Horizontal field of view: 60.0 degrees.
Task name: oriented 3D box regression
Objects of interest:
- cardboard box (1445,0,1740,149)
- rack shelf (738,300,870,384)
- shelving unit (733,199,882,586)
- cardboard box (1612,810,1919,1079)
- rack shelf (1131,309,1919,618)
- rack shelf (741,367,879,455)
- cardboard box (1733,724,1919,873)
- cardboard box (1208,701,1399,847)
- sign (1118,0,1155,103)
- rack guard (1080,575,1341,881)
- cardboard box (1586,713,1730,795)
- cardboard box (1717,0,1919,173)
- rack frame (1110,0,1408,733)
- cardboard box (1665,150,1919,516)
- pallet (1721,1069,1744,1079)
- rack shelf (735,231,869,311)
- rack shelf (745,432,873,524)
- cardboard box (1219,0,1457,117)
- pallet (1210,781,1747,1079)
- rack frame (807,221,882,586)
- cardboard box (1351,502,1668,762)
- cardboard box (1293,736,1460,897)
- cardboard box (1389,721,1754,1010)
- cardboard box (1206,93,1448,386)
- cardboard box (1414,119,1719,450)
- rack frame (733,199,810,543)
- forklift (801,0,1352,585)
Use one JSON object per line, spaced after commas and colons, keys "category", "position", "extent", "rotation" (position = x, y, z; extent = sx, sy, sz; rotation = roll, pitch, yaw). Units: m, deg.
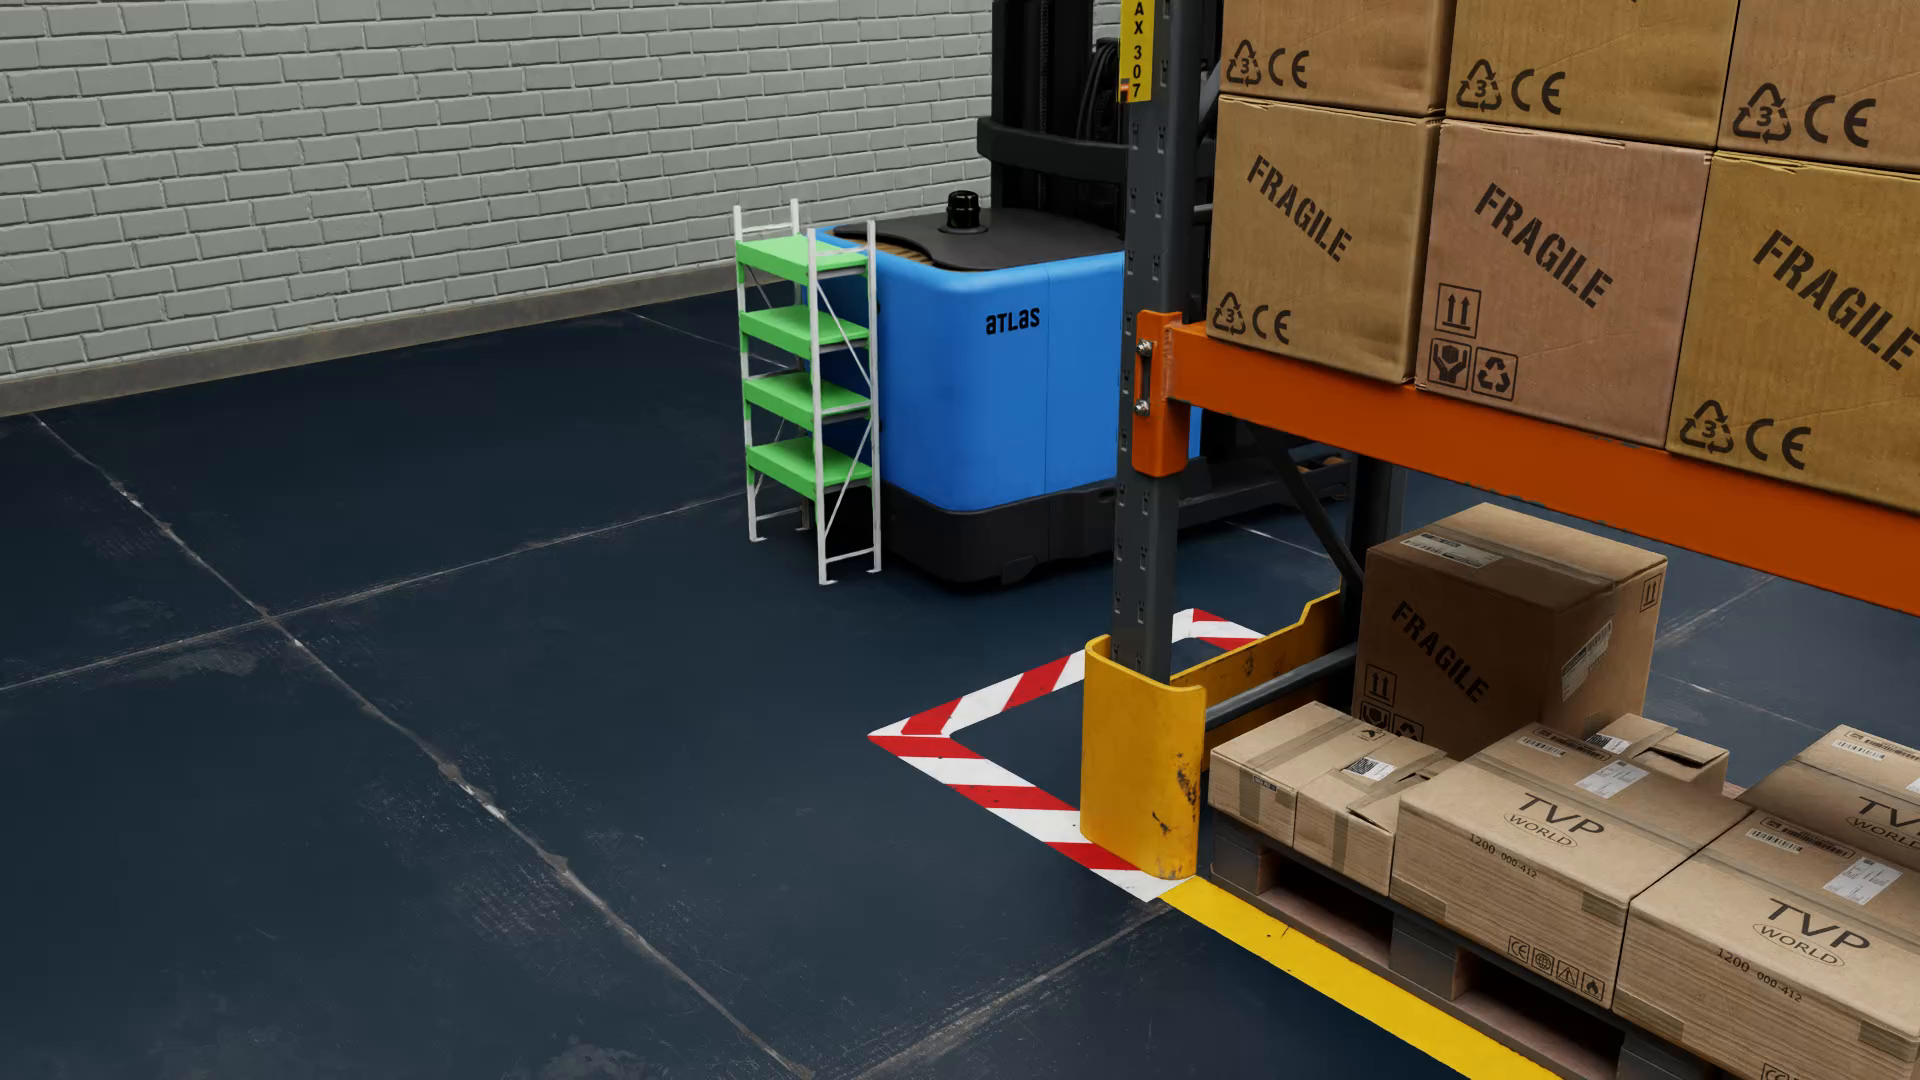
{"category": "cardboard box", "position": [1.213, -0.974, 2.849], "extent": [0.500, 0.500, 0.500], "rotation": [-17, 27, -37]}
{"category": "rack shelf", "position": [-0.513, -0.667, 5.558], "extent": [0.258, 0.148, 0.480], "rotation": [-14, 26, -32]}
{"category": "shelving unit", "position": [-0.513, -0.503, 5.622], "extent": [0.258, 1.200, 0.503], "rotation": [-14, 26, -32]}
{"category": "cardboard box", "position": [1.569, 0.780, 3.047], "extent": [0.500, 0.250, 0.500], "rotation": [-17, 27, -37]}
{"category": "rack shelf", "position": [2.082, 0.098, 2.608], "extent": [1.077, 0.370, 4.000], "rotation": [-17, 27, -37]}
{"category": "rack shelf", "position": [-0.512, -0.443, 5.646], "extent": [0.258, 0.148, 0.480], "rotation": [-14, 26, -32]}
{"category": "cardboard box", "position": [1.916, 0.647, 3.386], "extent": [0.500, 0.250, 0.500], "rotation": [-17, 27, -37]}
{"category": "cardboard box", "position": [0.790, 0.530, 3.823], "extent": [0.380, 0.149, 0.250], "rotation": [-17, 27, -37]}
{"category": "sign", "position": [0.366, -1.064, 3.399], "extent": [0.100, 0.325, 0.005], "rotation": [-17, 27, -37]}
{"category": "rack guard", "position": [0.826, 0.395, 4.289], "extent": [1.175, 0.500, 0.348], "rotation": [-17, 27, -37]}
{"category": "cardboard box", "position": [1.514, 0.550, 3.749], "extent": [0.380, 0.166, 0.250], "rotation": [-17, 27, -37]}
{"category": "cardboard box", "position": [1.536, -0.834, 2.493], "extent": [0.500, 0.500, 0.500], "rotation": [-17, 27, -37]}
{"category": "rack frame", "position": [0.777, -0.790, 3.887], "extent": [1.000, 3.000, 0.127], "rotation": [-17, 27, -37]}
{"category": "cardboard box", "position": [1.533, -0.370, 2.679], "extent": [0.500, 0.500, 0.500], "rotation": [-18, 27, -38]}
{"category": "pallet", "position": [2.140, 1.087, 2.920], "extent": [1.003, 0.211, 1.213], "rotation": [-17, 27, -37]}
{"category": "rack shelf", "position": [-0.513, -0.890, 5.470], "extent": [0.258, 0.148, 0.480], "rotation": [-14, 26, -32]}
{"category": "rack shelf", "position": [-0.512, -0.220, 5.733], "extent": [0.258, 0.148, 0.480], "rotation": [-14, 26, -32]}
{"category": "cardboard box", "position": [0.867, -1.116, 3.213], "extent": [0.500, 0.500, 0.500], "rotation": [-16, 27, -36]}
{"category": "pallet", "position": [1.347, 0.750, 3.780], "extent": [1.003, 0.211, 1.213], "rotation": [-17, 27, -37]}
{"category": "rack frame", "position": [-0.372, -0.430, 5.436], "extent": [0.240, 1.200, 0.015], "rotation": [-14, 26, -32]}
{"category": "cardboard box", "position": [1.318, 0.261, 4.029], "extent": [0.500, 0.500, 0.500], "rotation": [-17, 27, -37]}
{"category": "cardboard box", "position": [0.953, 0.591, 3.643], "extent": [0.380, 0.166, 0.250], "rotation": [-17, 27, -37]}
{"category": "cardboard box", "position": [1.243, 0.642, 3.400], "extent": [0.500, 0.250, 0.500], "rotation": [-17, 27, -37]}
{"category": "cardboard box", "position": [0.867, -0.651, 3.396], "extent": [0.500, 0.500, 0.500], "rotation": [-17, 27, -36]}
{"category": "cardboard box", "position": [1.207, -0.510, 3.035], "extent": [0.500, 0.500, 0.500], "rotation": [-18, 28, -38]}
{"category": "rack frame", "position": [-0.653, -0.576, 5.808], "extent": [0.240, 1.200, 0.015], "rotation": [-14, 26, -32]}
{"category": "forklift", "position": [0.925, -1.618, 6.095], "extent": [3.031, 2.935, 1.130], "rotation": [-14, 26, -32]}
